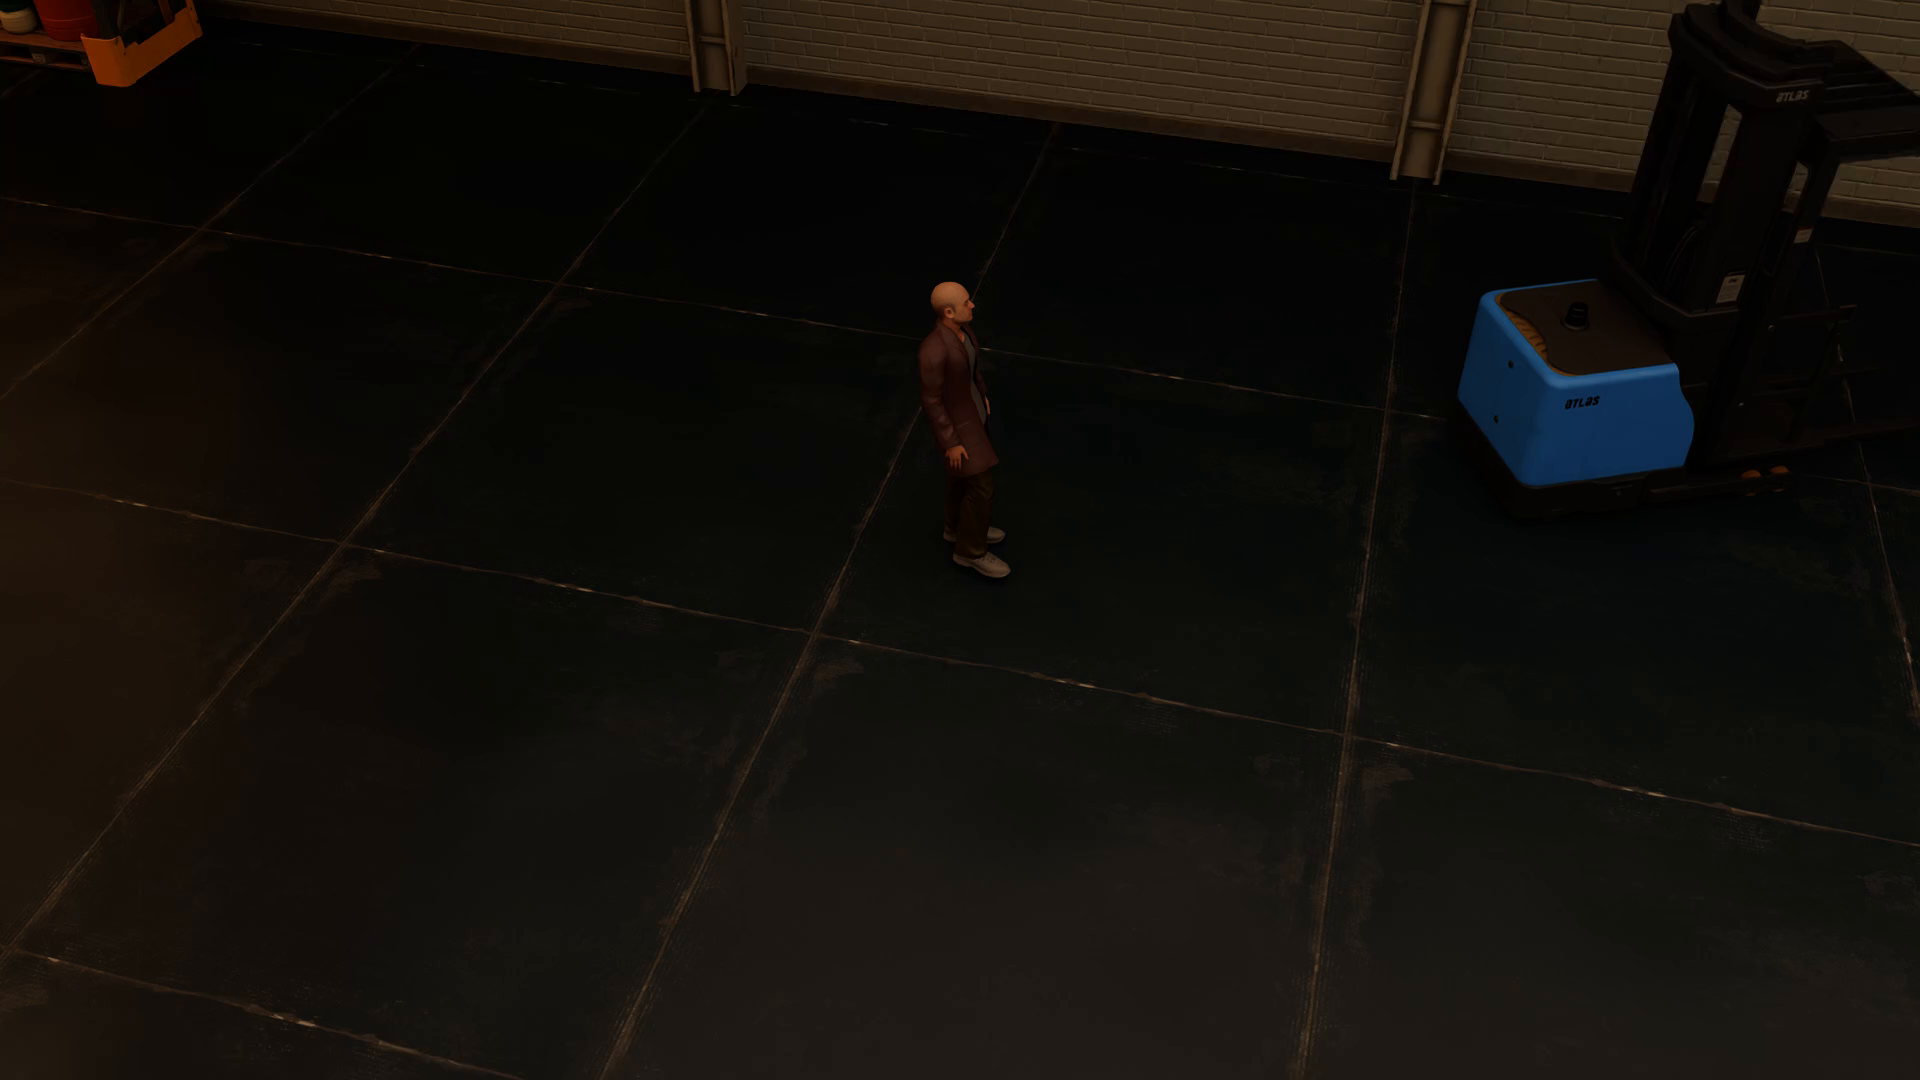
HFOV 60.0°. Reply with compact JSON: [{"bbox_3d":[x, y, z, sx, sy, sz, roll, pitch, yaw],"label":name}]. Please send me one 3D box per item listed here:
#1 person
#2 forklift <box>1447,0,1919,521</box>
[{"bbox_3d":[0.088,-0.656,9.473,0.580,1.778,0.698,10,42,11],"label":"person"},{"bbox_3d":[4.743,-1.710,9.813,3.031,2.935,1.130,-8,42,-9],"label":"forklift"}]
